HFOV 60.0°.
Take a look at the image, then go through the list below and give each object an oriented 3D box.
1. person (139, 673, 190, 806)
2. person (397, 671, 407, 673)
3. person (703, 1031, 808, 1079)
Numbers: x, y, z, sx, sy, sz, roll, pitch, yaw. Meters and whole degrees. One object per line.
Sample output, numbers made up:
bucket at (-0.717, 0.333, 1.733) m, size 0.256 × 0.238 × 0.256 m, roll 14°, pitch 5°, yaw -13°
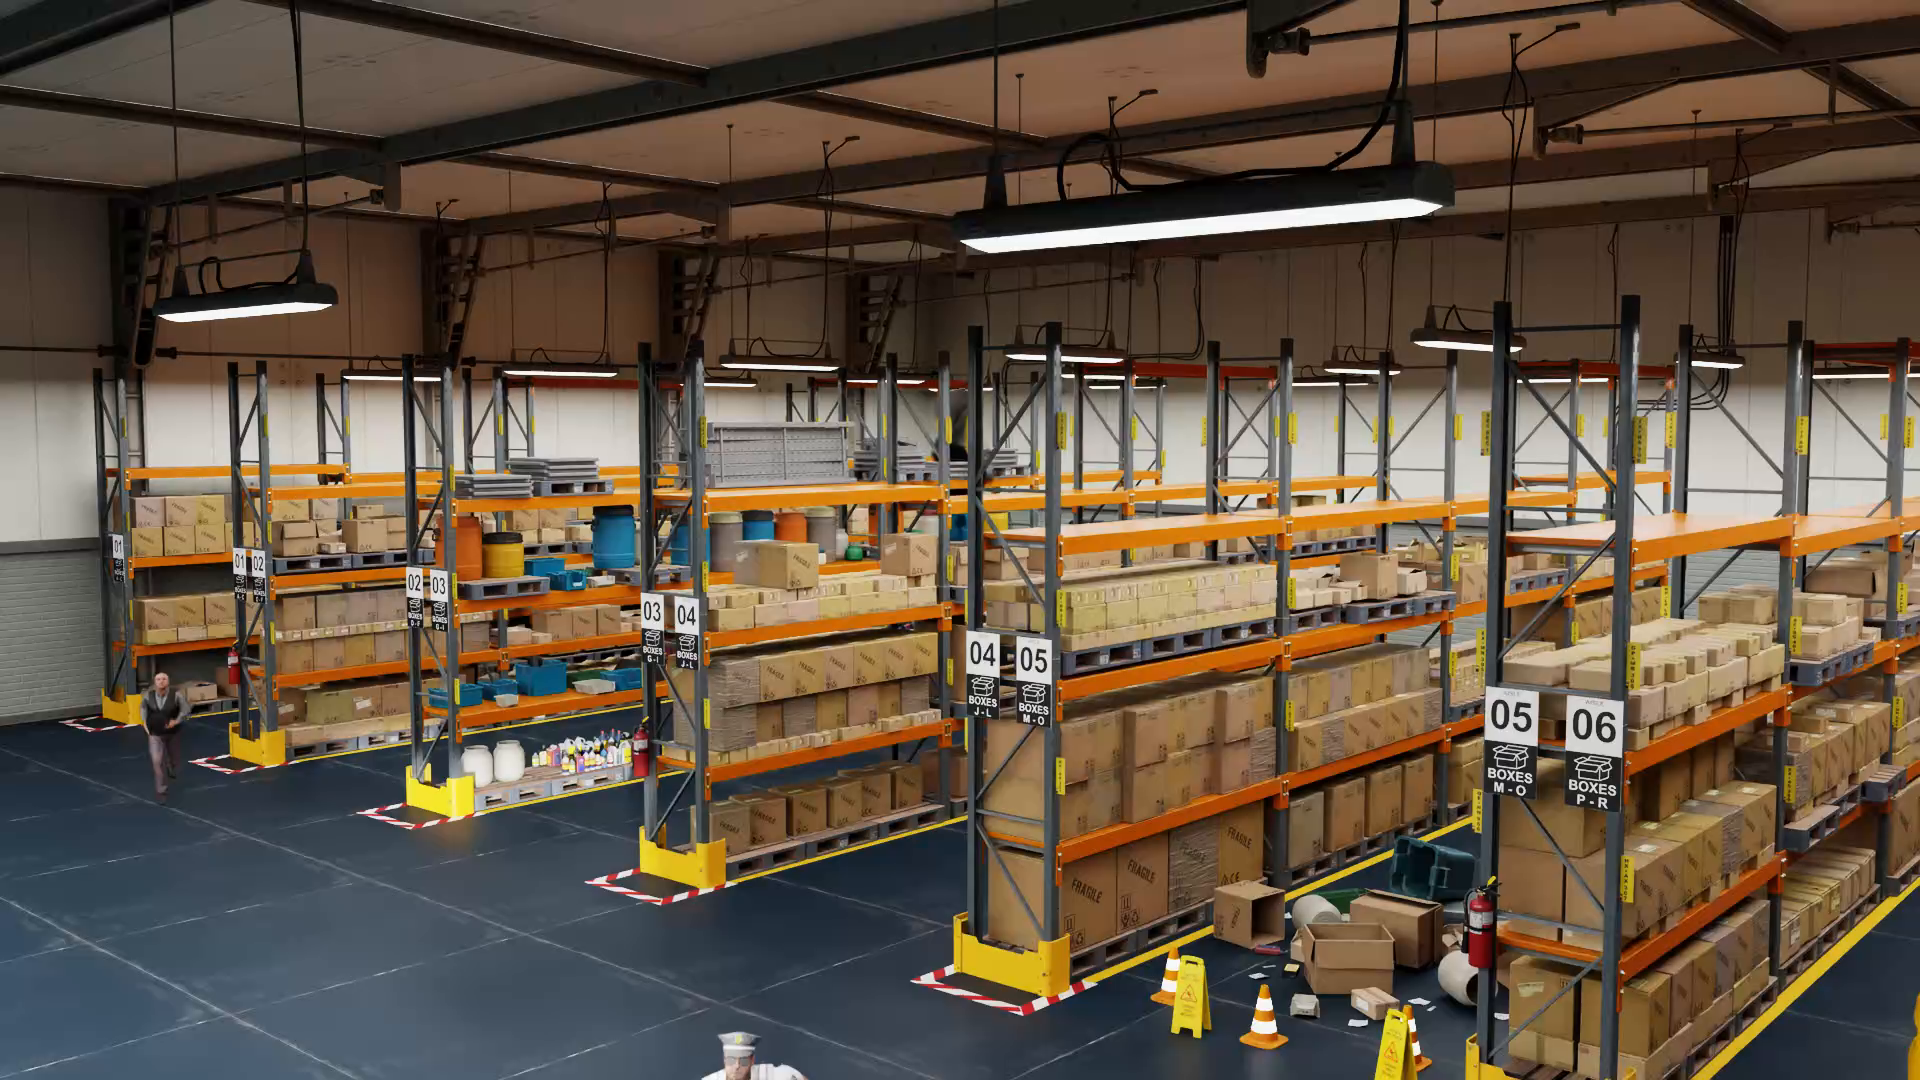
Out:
person at (-10.811, 2.658, 22.632) m, size 0.628 × 1.723 × 1.114 m, roll -2°, pitch 5°, yaw -27°
person at (-9.856, 2.139, 29.616) m, size 0.718 × 1.755 × 0.938 m, roll 2°, pitch 5°, yaw 28°
person at (-1.198, 3.598, 9.384) m, size 0.692 × 1.785 × 0.813 m, roll 0°, pitch 4°, yaw 1°
